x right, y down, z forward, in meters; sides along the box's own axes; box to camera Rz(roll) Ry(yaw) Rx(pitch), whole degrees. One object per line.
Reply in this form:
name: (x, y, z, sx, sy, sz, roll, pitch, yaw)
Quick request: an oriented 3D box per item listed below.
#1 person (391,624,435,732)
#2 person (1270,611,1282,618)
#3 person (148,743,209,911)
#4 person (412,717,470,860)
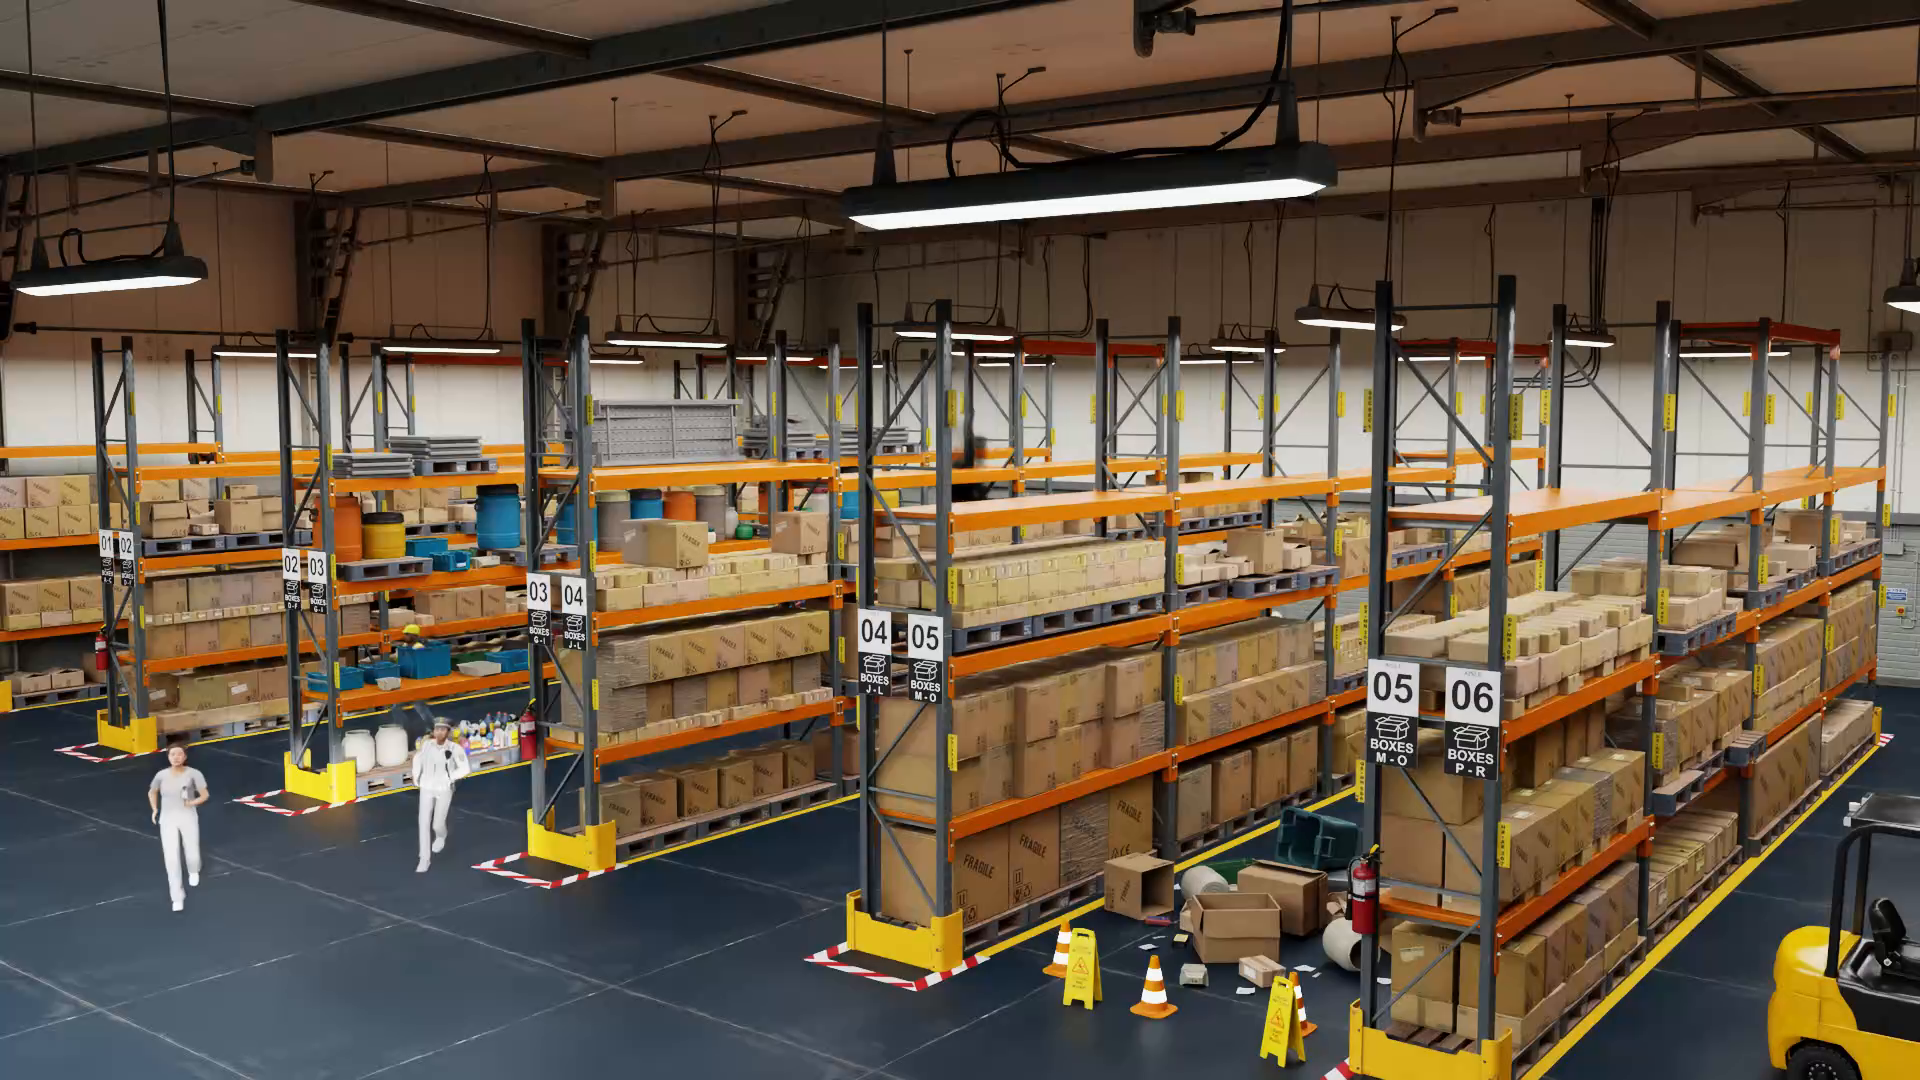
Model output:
person: (-8.083, 2.148, 24.530, 0.674, 1.828, 0.782, 3, 6, 32)
person: (4.945, 2.001, 26.184, 0.696, 1.763, 0.941, 3, 6, 33)
person: (-7.940, 2.872, 16.909, 0.577, 1.640, 0.859, -2, 5, -19)
person: (-5.725, 2.712, 18.377, 0.659, 1.583, 0.635, 0, 5, 0)
